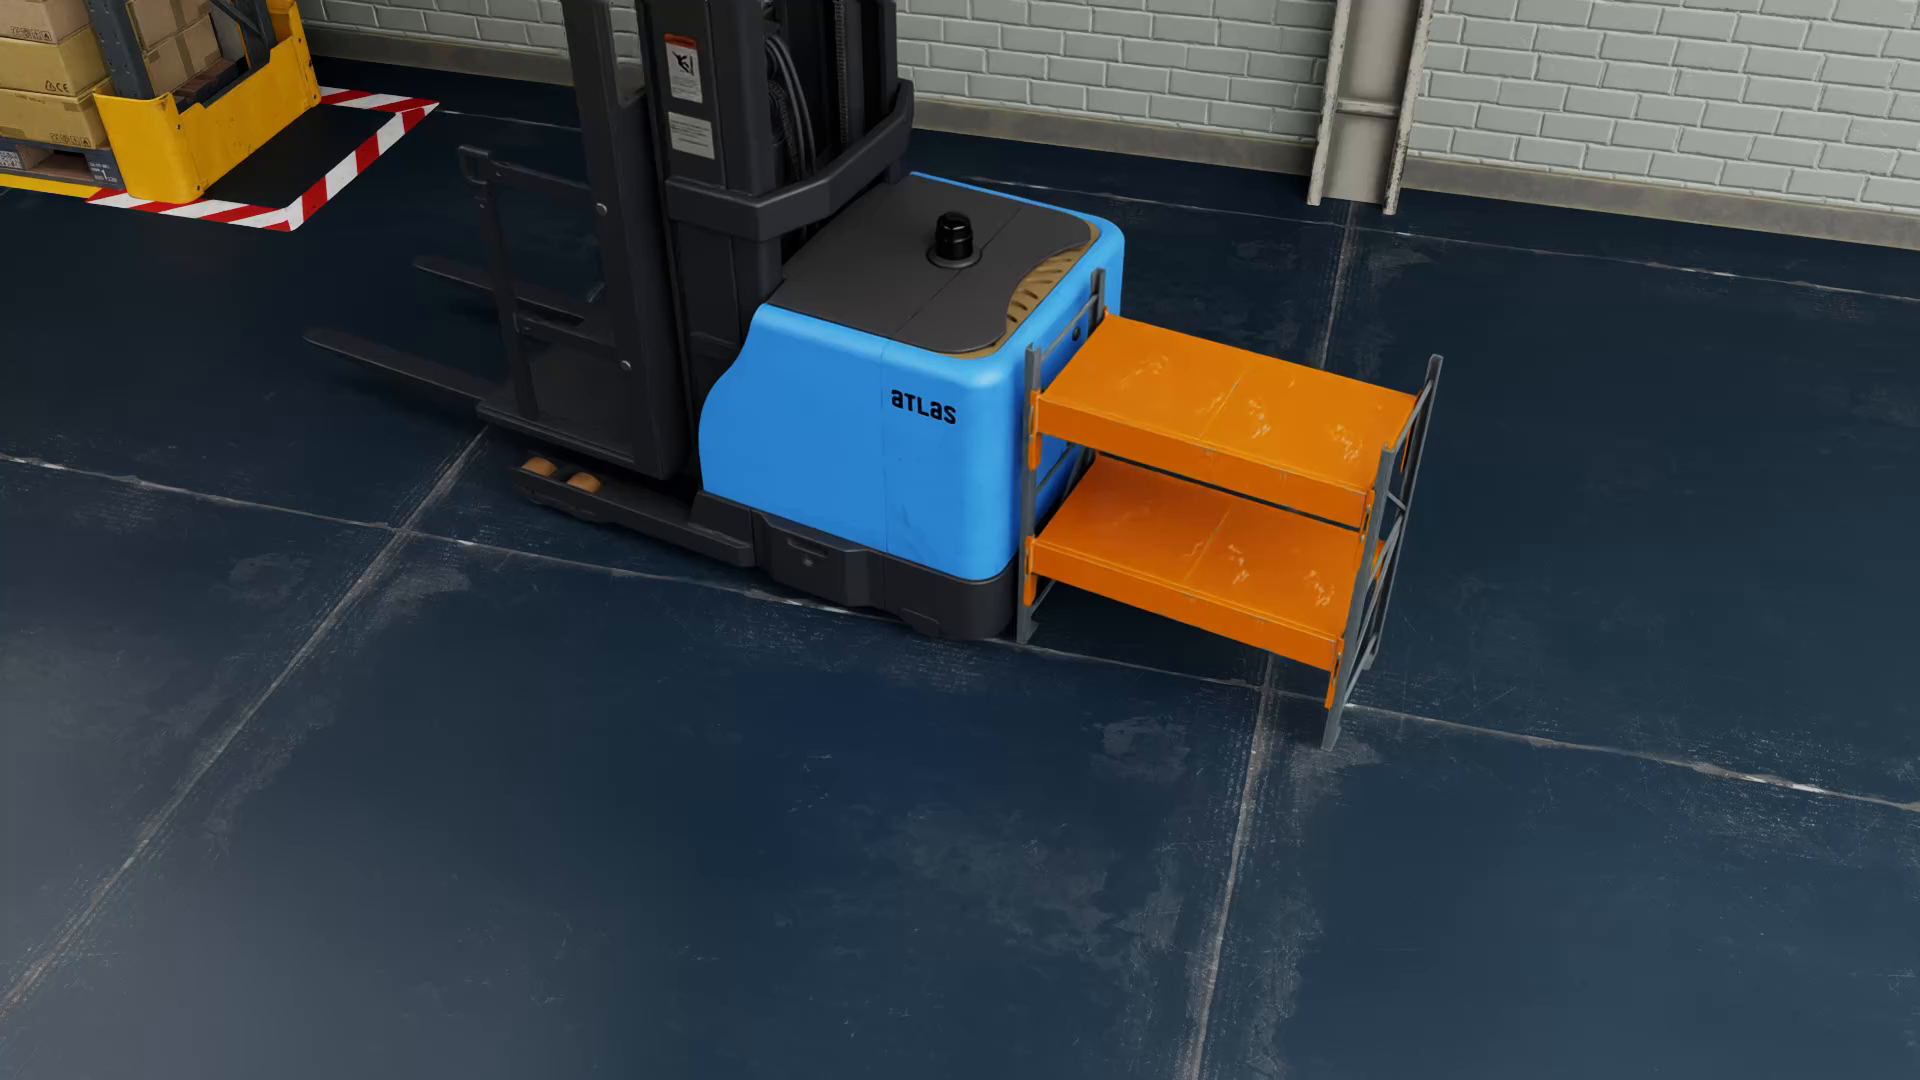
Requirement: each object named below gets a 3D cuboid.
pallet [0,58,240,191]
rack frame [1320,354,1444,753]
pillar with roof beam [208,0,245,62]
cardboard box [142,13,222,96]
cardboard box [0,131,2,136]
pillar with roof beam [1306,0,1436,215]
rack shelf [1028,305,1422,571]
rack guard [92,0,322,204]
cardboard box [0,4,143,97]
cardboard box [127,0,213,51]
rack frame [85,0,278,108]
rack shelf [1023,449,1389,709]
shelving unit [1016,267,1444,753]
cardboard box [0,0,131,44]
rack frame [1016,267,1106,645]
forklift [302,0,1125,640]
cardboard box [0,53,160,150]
[{"bbox_3d":[-4.298,-2.096,8.082,1.213,0.211,1.003,10,41,11],"label":"pallet"},{"bbox_3d":[1.212,0.060,4.804,0.032,1.125,0.500,18,43,21],"label":"rack frame"},{"bbox_3d":[-5.100,-3.361,2.755,0.400,9.000,9.100,10,41,11],"label":"pillar with roof beam"},{"bbox_3d":[-3.972,-2.374,8.056,0.500,0.250,0.500,10,41,12],"label":"cardboard box"},{"bbox_3d":[-4.562,-2.141,7.779,0.500,0.250,0.500,10,41,11],"label":"cardboard box"},{"bbox_3d":[0.696,-2.364,1.568,0.400,9.000,9.100,10,41,11],"label":"pillar with roof beam"},{"bbox_3d":[0.761,-0.314,4.794,1.000,0.278,0.538,18,43,21],"label":"rack shelf"},{"bbox_3d":[-3.525,-2.102,7.864,0.348,0.500,1.175,10,41,11],"label":"rack guard"},{"bbox_3d":[-4.099,-2.249,7.518,0.500,0.250,0.500,9,41,11],"label":"cardboard box"},{"bbox_3d":[-3.949,-2.570,7.900,0.500,0.250,0.500,10,41,12],"label":"cardboard box"},{"bbox_3d":[-3.548,-3.063,7.065,0.127,3.000,1.000,10,41,11],"label":"rack frame"},{"bbox_3d":[0.761,0.097,5.140,1.000,0.278,0.538,18,43,21],"label":"rack shelf"},{"bbox_3d":[0.761,-0.090,4.982,1.048,1.125,0.538,18,43,21],"label":"shelving unit"},{"bbox_3d":[-4.074,-2.437,7.353,0.500,0.250,0.500,11,41,13],"label":"cardboard box"},{"bbox_3d":[0.309,-0.240,5.161,0.032,1.125,0.500,18,43,21],"label":"rack frame"},{"bbox_3d":[-1.010,-1.473,5.225,3.031,2.935,1.130,18,43,21],"label":"forklift"},{"bbox_3d":[-4.084,-2.053,7.673,0.500,0.250,0.500,10,41,12],"label":"cardboard box"}]
